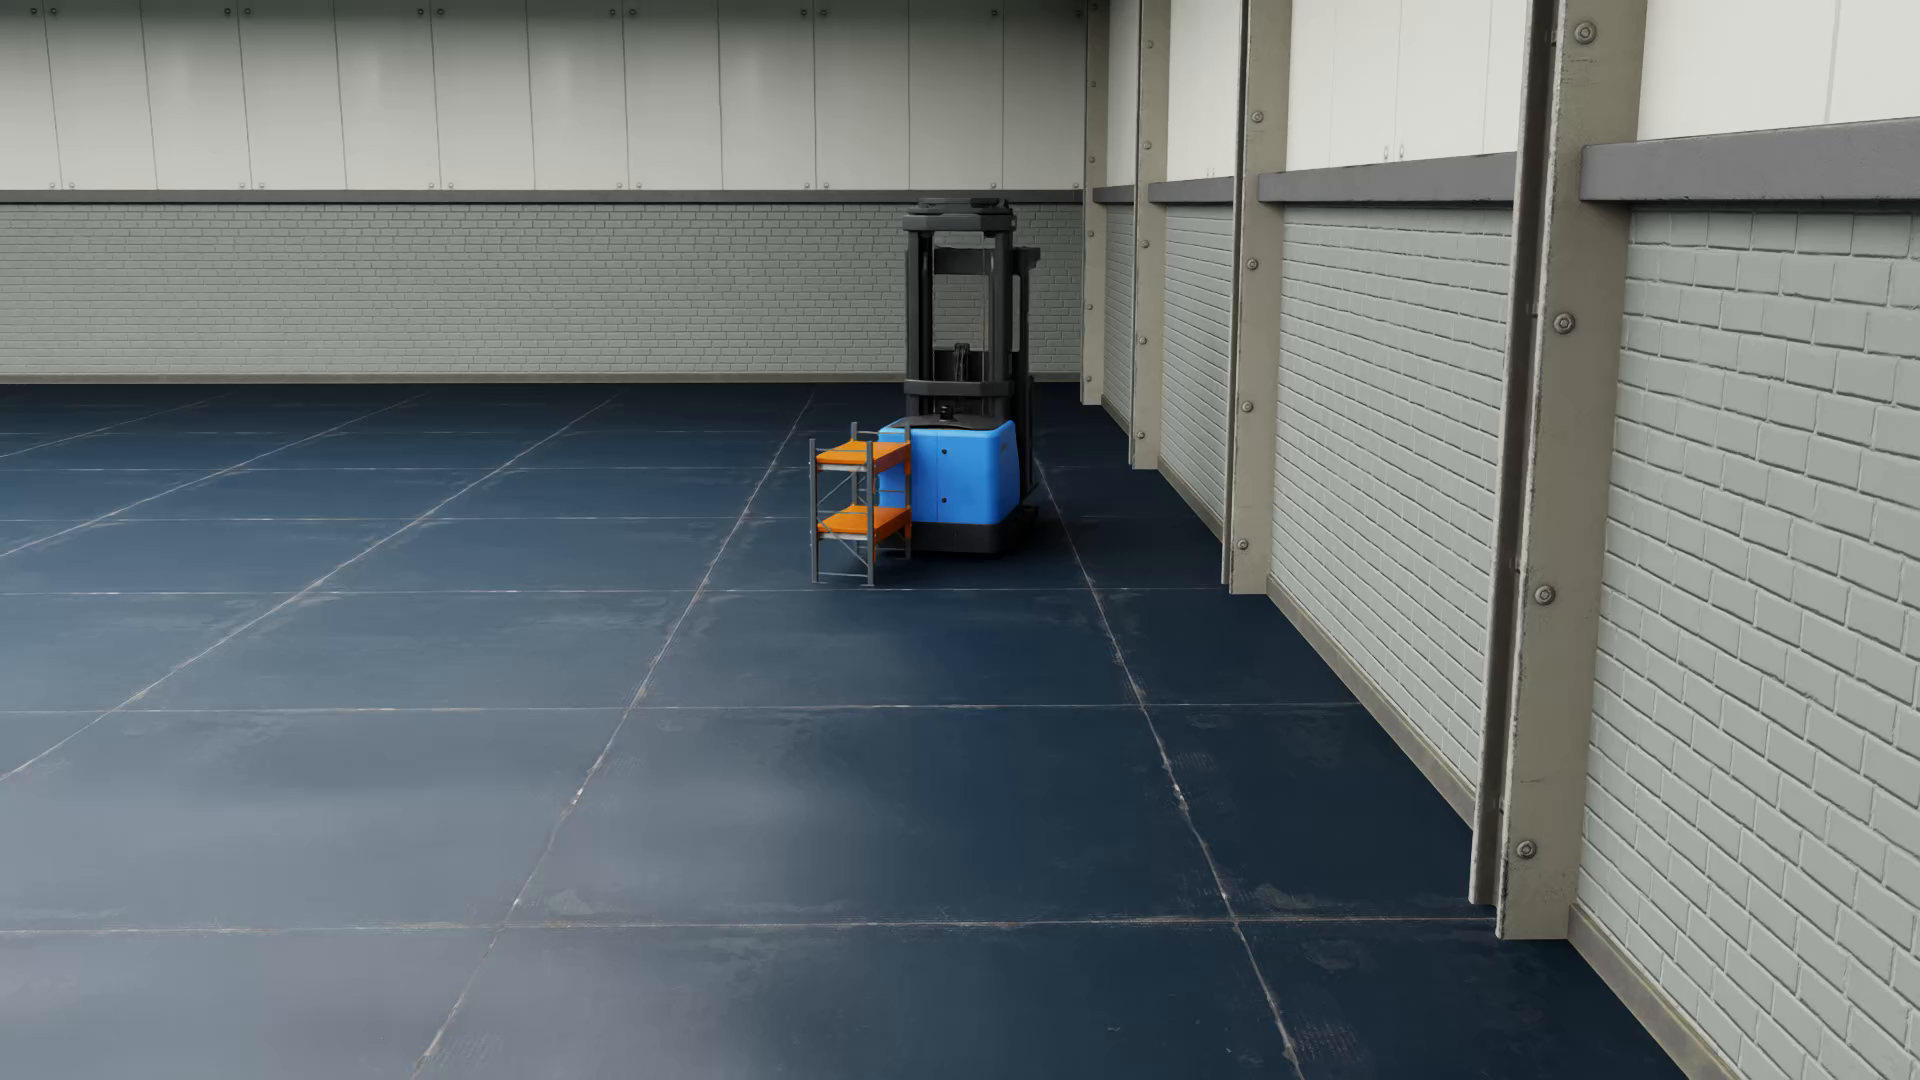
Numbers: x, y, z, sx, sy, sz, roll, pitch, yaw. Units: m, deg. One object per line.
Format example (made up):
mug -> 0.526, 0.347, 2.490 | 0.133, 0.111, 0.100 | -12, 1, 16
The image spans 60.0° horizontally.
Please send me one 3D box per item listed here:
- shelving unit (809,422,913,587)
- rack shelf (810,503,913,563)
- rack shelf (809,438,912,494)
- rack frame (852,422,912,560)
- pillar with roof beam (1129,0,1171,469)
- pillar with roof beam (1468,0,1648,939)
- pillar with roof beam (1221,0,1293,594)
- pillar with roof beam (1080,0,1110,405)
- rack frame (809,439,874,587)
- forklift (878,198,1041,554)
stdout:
shelving unit -> -0.775, -0.305, 13.232 | 0.538, 1.125, 1.048 | 3, 12, 14
rack shelf -> -0.775, -0.065, 13.281 | 0.538, 0.278, 1.000 | 3, 12, 14
rack shelf -> -0.775, -0.592, 13.174 | 0.538, 0.278, 1.000 | 3, 12, 14
rack frame -> -0.645, -0.403, 13.714 | 0.500, 1.125, 0.032 | 3, 12, 14
pillar with roof beam -> -2.238, -5.217, 17.641 | 9.100, 9.000, 0.400 | 0, 11, -1
pillar with roof beam -> -1.990, -2.831, 5.883 | 9.100, 9.000, 0.400 | 0, 11, -1
pillar with roof beam -> -2.114, -4.024, 11.762 | 9.100, 9.000, 0.400 | 0, 11, -1
pillar with roof beam -> -2.362, -6.410, 23.520 | 9.100, 9.000, 0.400 | 0, 11, -1
rack frame -> -0.905, -0.207, 12.750 | 0.500, 1.125, 0.032 | 3, 12, 14
forklift -> 0.111, -1.569, 14.919 | 1.130, 2.935, 3.031 | 2, 12, 11
